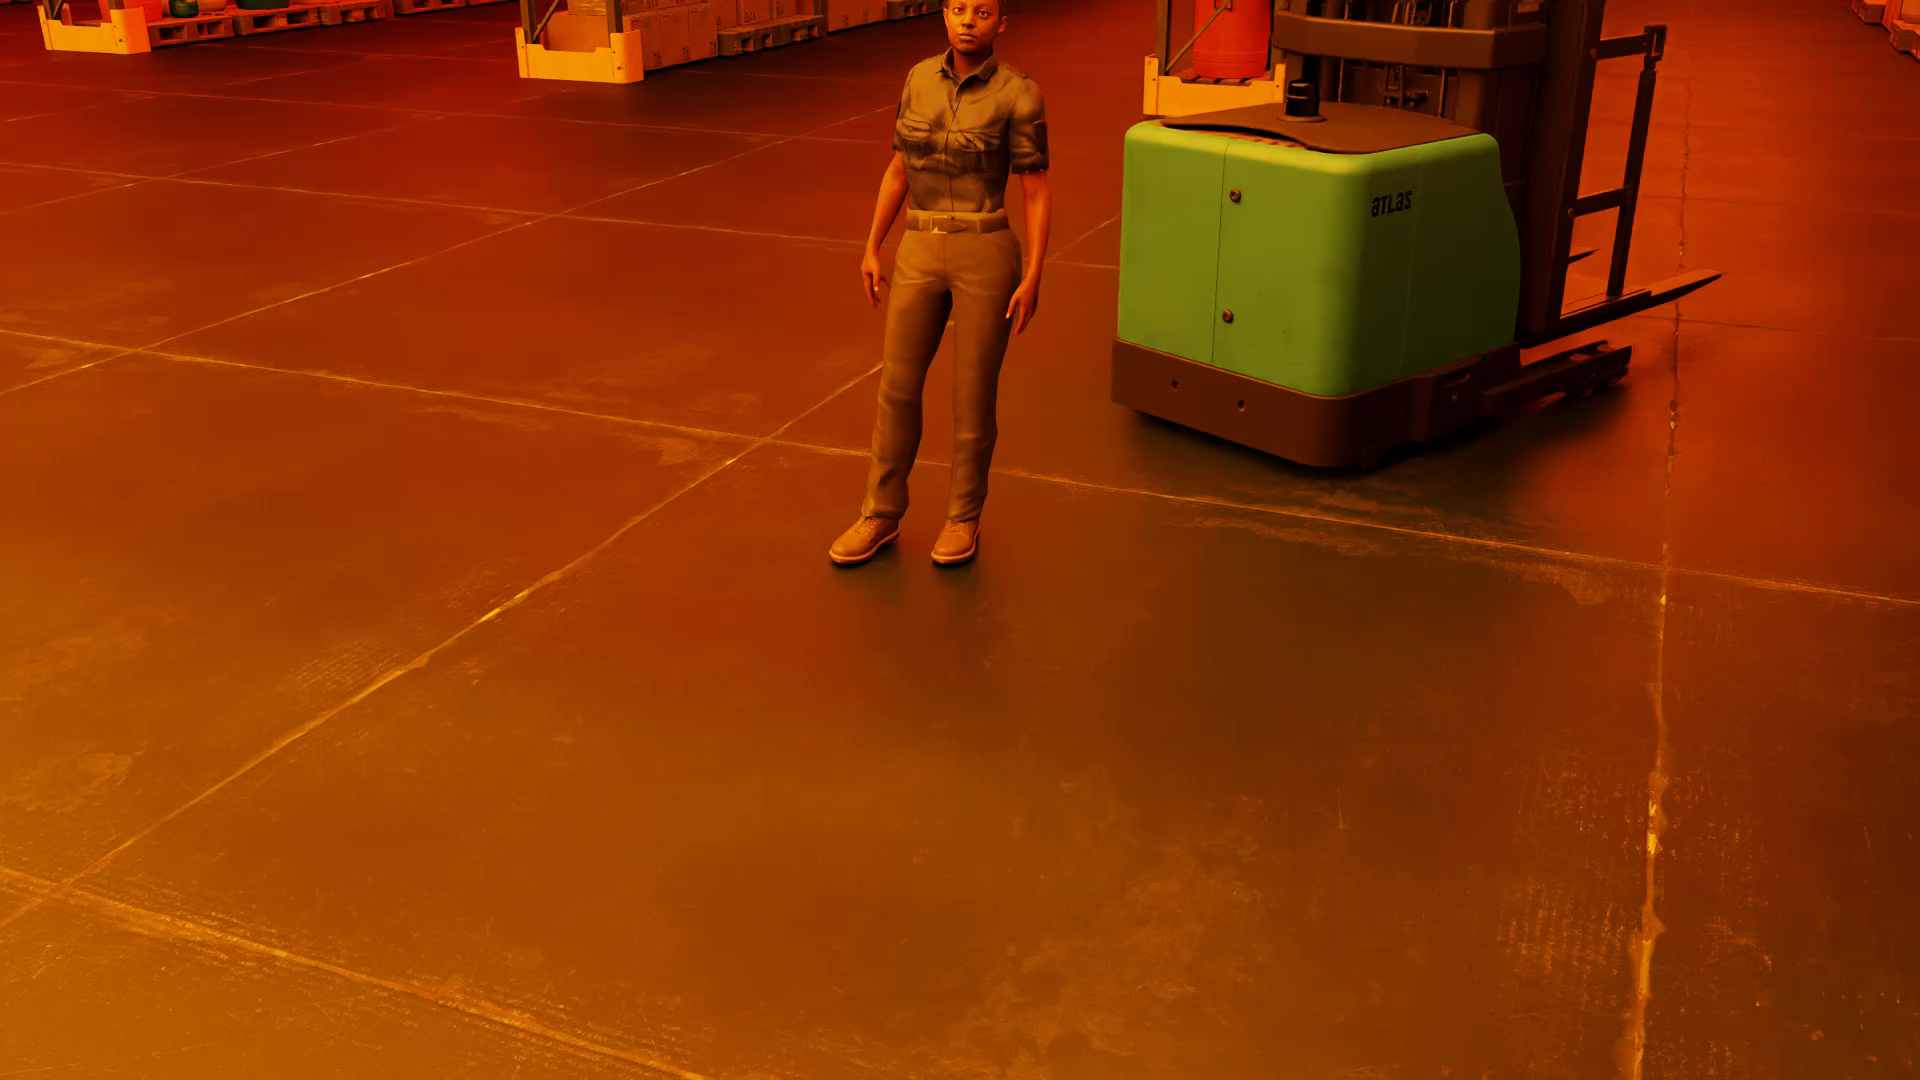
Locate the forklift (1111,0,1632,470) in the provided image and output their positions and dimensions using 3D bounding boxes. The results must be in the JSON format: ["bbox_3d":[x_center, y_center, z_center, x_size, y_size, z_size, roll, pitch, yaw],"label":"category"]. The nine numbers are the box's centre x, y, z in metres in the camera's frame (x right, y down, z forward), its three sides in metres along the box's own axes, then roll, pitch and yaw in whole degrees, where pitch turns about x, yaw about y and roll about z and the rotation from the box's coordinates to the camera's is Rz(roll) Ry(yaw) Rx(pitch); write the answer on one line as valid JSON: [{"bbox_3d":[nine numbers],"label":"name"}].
[{"bbox_3d":[2.002,-2.041,6.176,3.031,2.935,1.130,-18,29,-37],"label":"forklift"}]

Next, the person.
[{"bbox_3d":[-0.052,-0.697,4.722,0.569,1.558,0.504,9,24,21],"label":"person"}]
